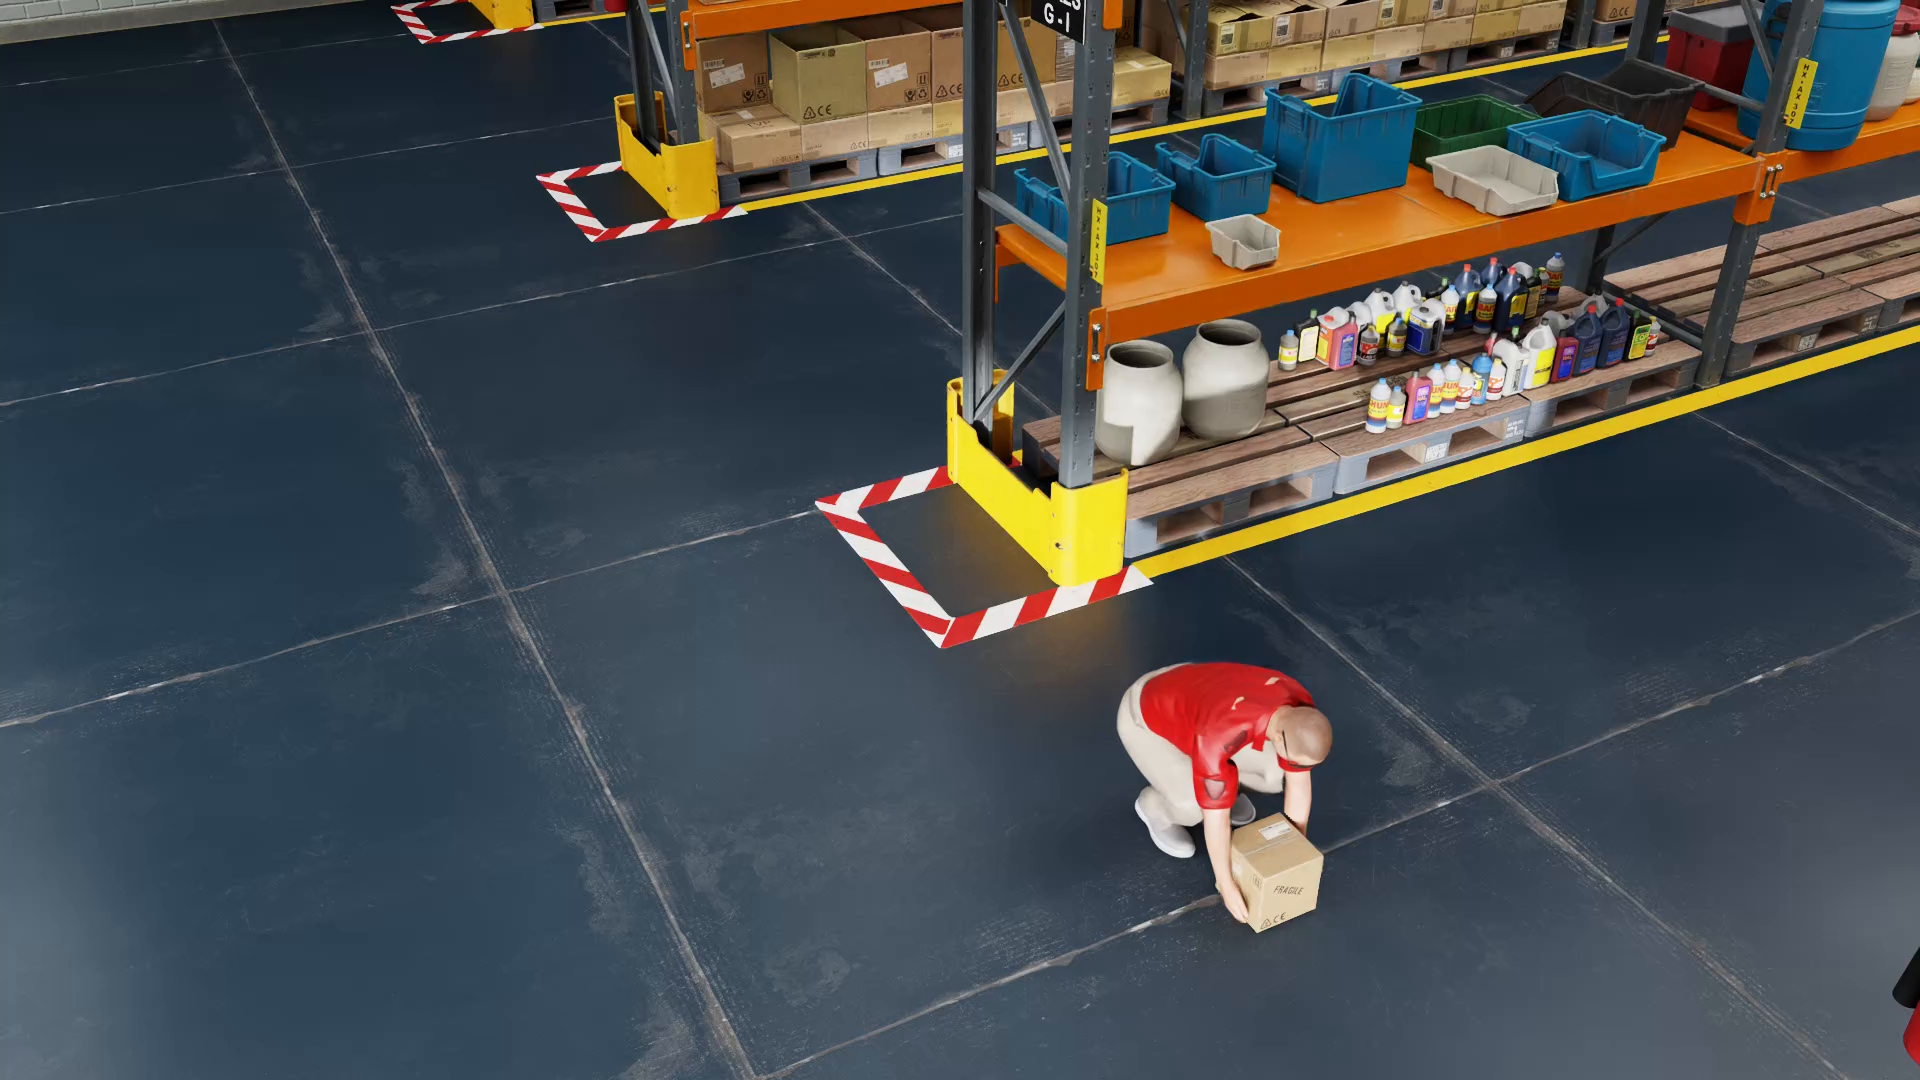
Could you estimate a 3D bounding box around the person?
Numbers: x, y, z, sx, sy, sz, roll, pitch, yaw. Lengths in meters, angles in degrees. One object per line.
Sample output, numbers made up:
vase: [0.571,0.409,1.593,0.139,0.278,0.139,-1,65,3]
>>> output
person: [0.950,0.792,5.812,0.536,0.857,0.763,-16,36,-23]
